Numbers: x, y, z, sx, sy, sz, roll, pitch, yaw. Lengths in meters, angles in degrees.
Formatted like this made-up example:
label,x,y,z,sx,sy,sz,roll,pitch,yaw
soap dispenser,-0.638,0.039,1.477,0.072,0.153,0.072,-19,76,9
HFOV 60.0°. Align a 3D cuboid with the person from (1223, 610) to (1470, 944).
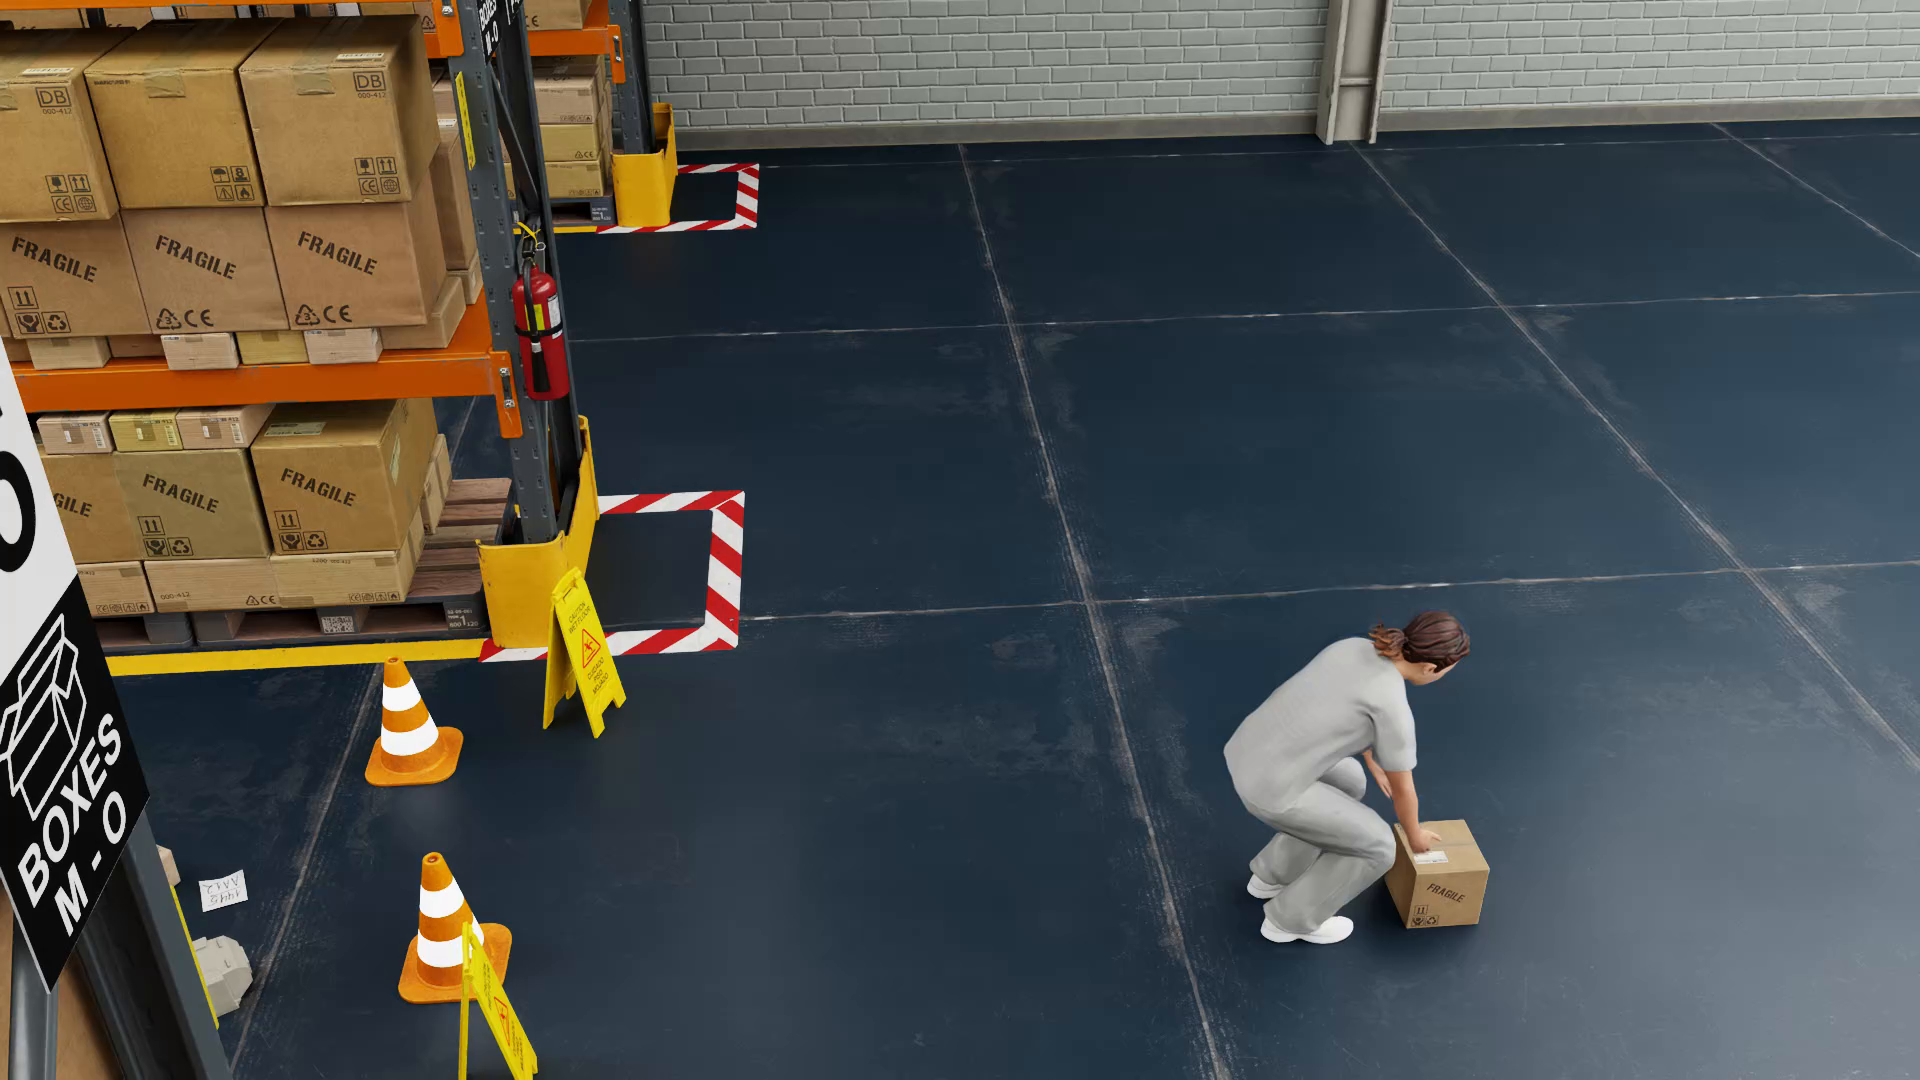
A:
label,x,y,z,sx,sy,sz,roll,pitch,yaw
person,1.223,0.748,5.403,0.741,1.159,0.494,-3,31,-5
